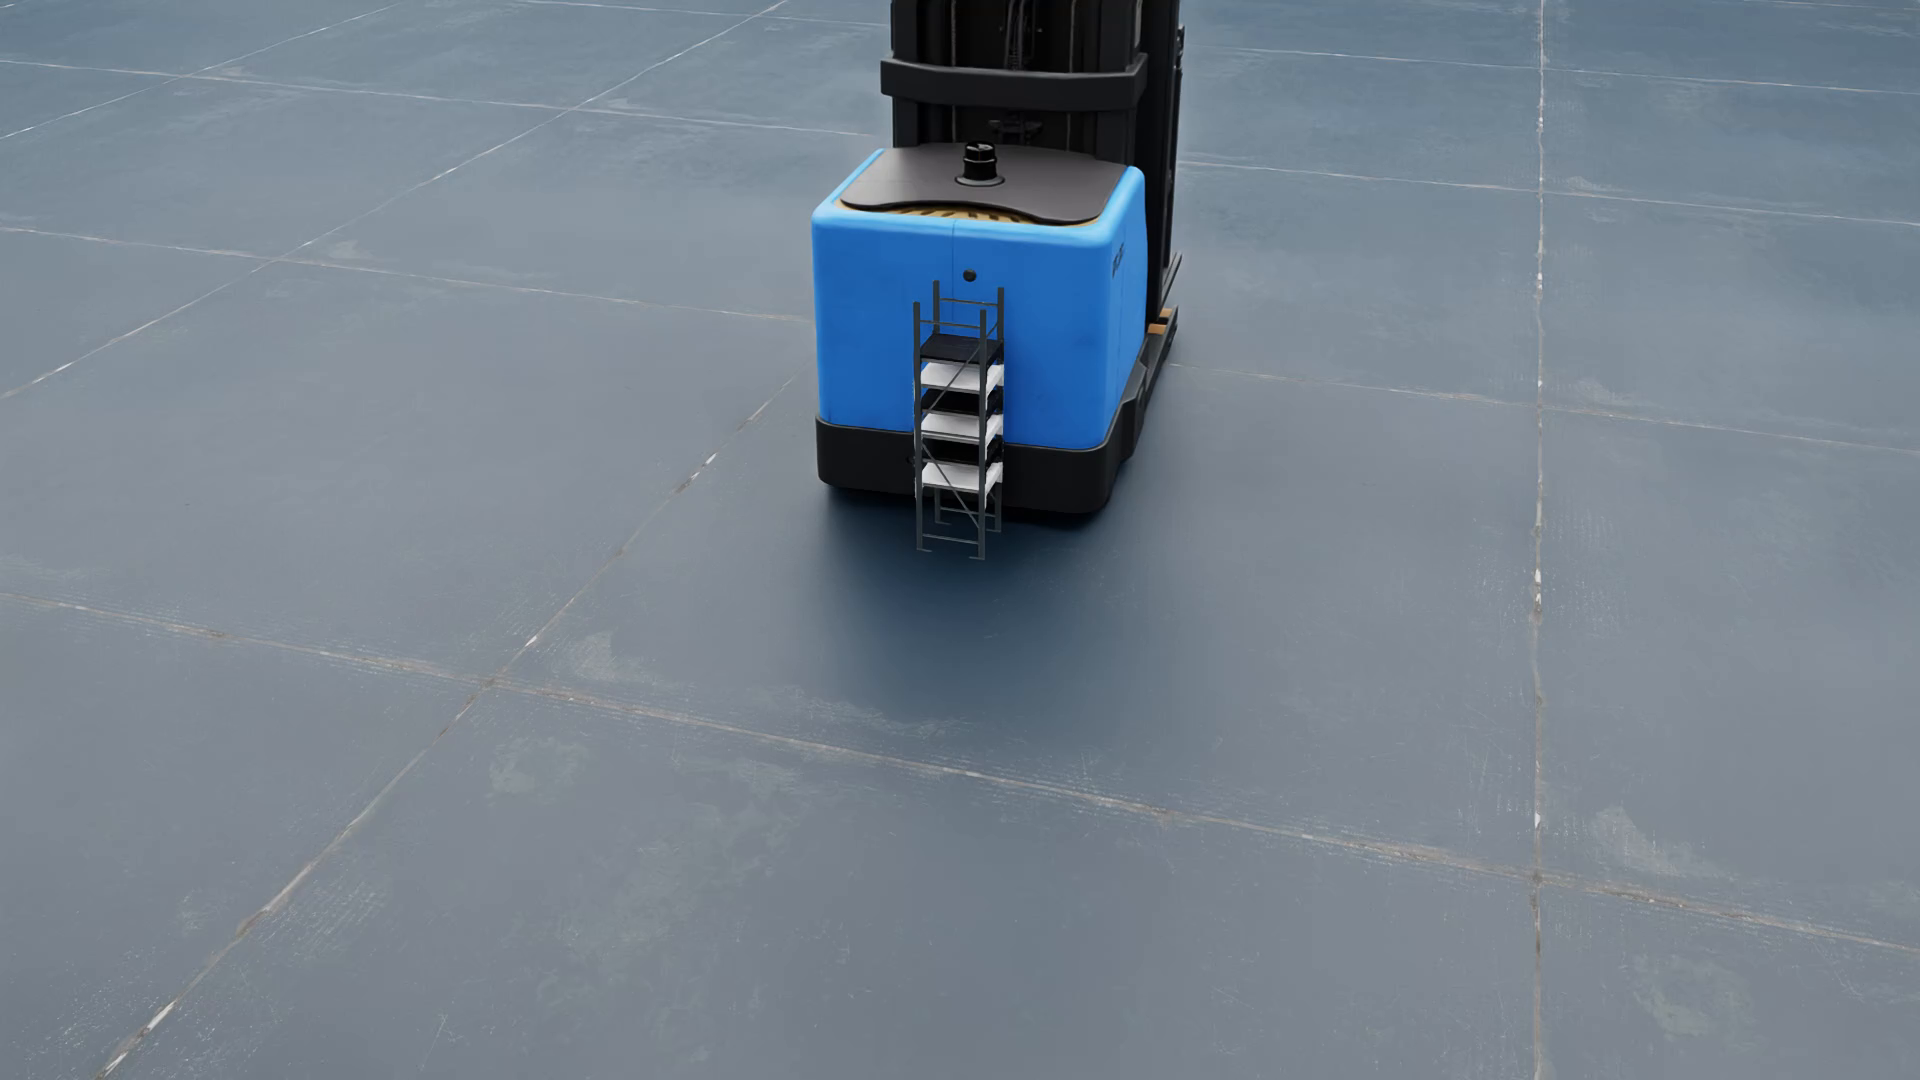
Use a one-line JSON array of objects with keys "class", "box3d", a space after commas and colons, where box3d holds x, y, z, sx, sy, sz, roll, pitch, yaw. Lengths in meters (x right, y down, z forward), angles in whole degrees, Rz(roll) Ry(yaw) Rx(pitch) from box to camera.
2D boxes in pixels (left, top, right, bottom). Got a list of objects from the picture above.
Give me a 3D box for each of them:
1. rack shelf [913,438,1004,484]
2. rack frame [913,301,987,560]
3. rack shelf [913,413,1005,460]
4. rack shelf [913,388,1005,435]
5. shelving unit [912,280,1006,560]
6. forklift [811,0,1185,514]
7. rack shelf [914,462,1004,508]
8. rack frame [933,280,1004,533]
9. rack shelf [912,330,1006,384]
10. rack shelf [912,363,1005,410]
[{"class": "rack shelf", "box3d": [-0.002, -0.282, 5.584, 0.258, 0.077, 0.200, 8, 30, 15]}, {"class": "rack frame", "box3d": [-0.032, -0.342, 5.440, 0.240, 0.900, 0.006, 8, 30, 15]}, {"class": "rack shelf", "box3d": [-0.002, -0.360, 5.541, 0.258, 0.077, 0.200, 8, 30, 15]}, {"class": "rack shelf", "box3d": [-0.002, -0.439, 5.497, 0.258, 0.077, 0.200, 8, 30, 15]}, {"class": "shelving unit", "box3d": [-0.002, -0.389, 5.524, 0.258, 0.900, 0.210, 8, 30, 15]}, {"class": "forklift", "box3d": [0.334, -2.073, 6.462, 1.130, 2.935, 3.031, 7, 30, 12]}, {"class": "rack shelf", "box3d": [-0.002, -0.203, 5.628, 0.258, 0.077, 0.200, 8, 30, 15]}, {"class": "rack frame", "box3d": [0.027, -0.437, 5.609, 0.240, 0.900, 0.006, 8, 30, 15]}, {"class": "rack shelf", "box3d": [-0.002, -0.596, 5.409, 0.258, 0.077, 0.200, 8, 30, 15]}, {"class": "rack shelf", "box3d": [-0.002, -0.518, 5.453, 0.258, 0.077, 0.200, 8, 30, 15]}]
